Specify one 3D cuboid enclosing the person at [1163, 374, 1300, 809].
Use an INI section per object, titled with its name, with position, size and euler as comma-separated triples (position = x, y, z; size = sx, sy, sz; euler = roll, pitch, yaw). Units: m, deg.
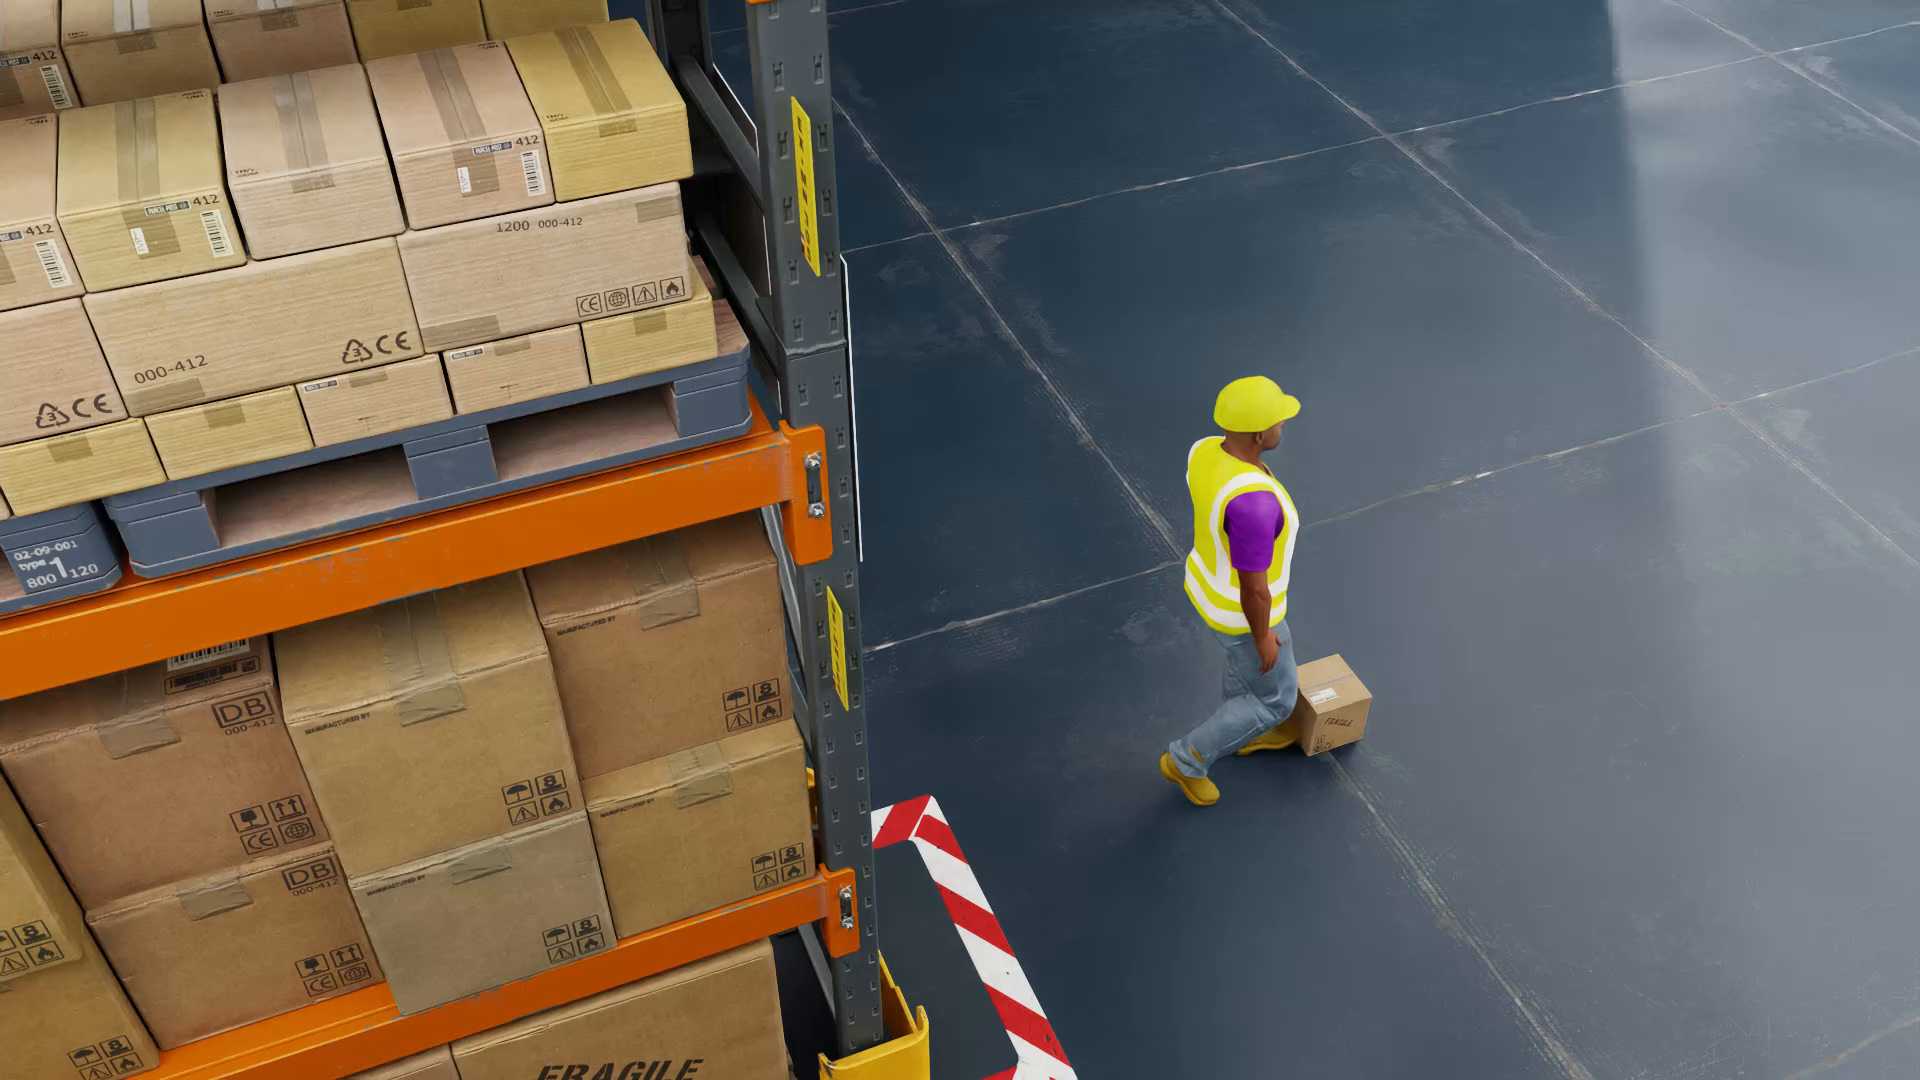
[person]
position = 1.023, 0.185, 5.944
size = 0.647, 1.761, 0.612
euler = -11, 43, -12
